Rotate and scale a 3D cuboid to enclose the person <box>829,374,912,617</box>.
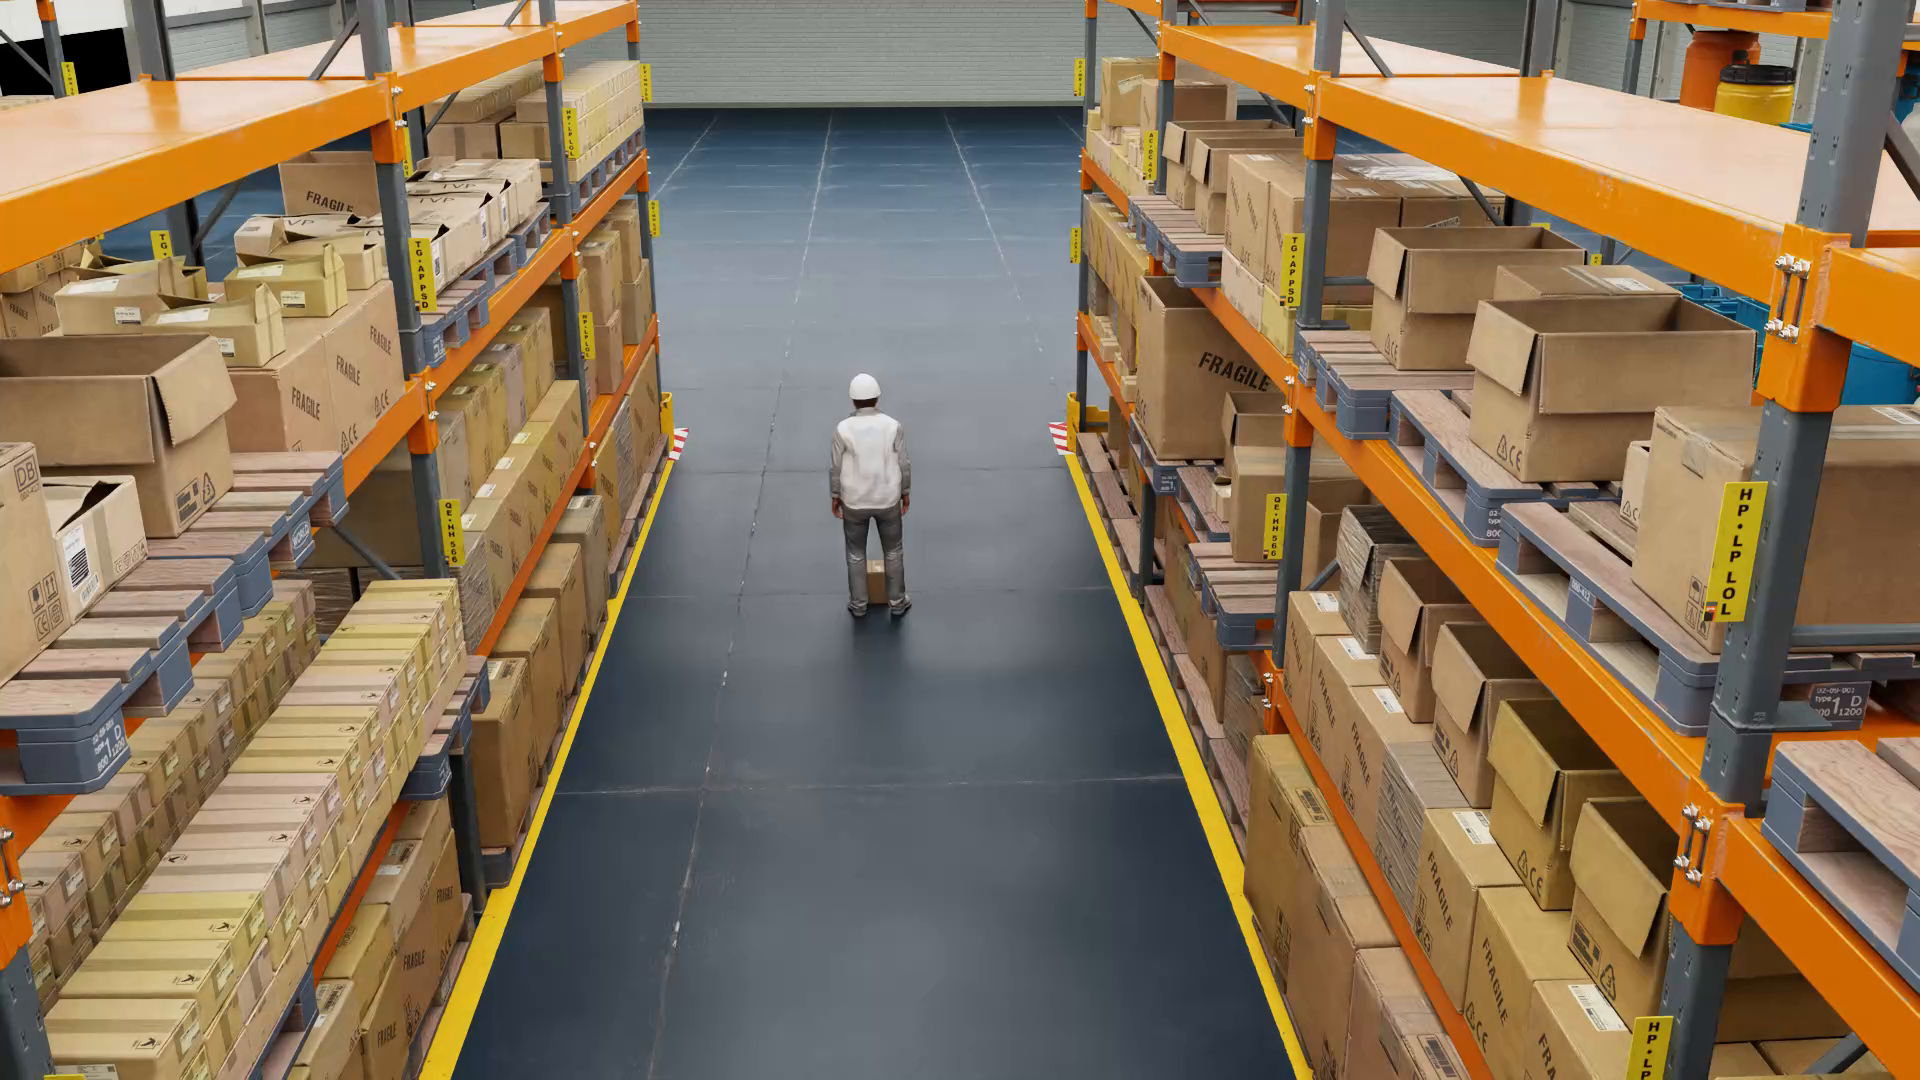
[{"bbox_3d":[-0.639,-0.308,11.879,0.587,1.767,0.463,-2,20,-6],"label":"person"}]
